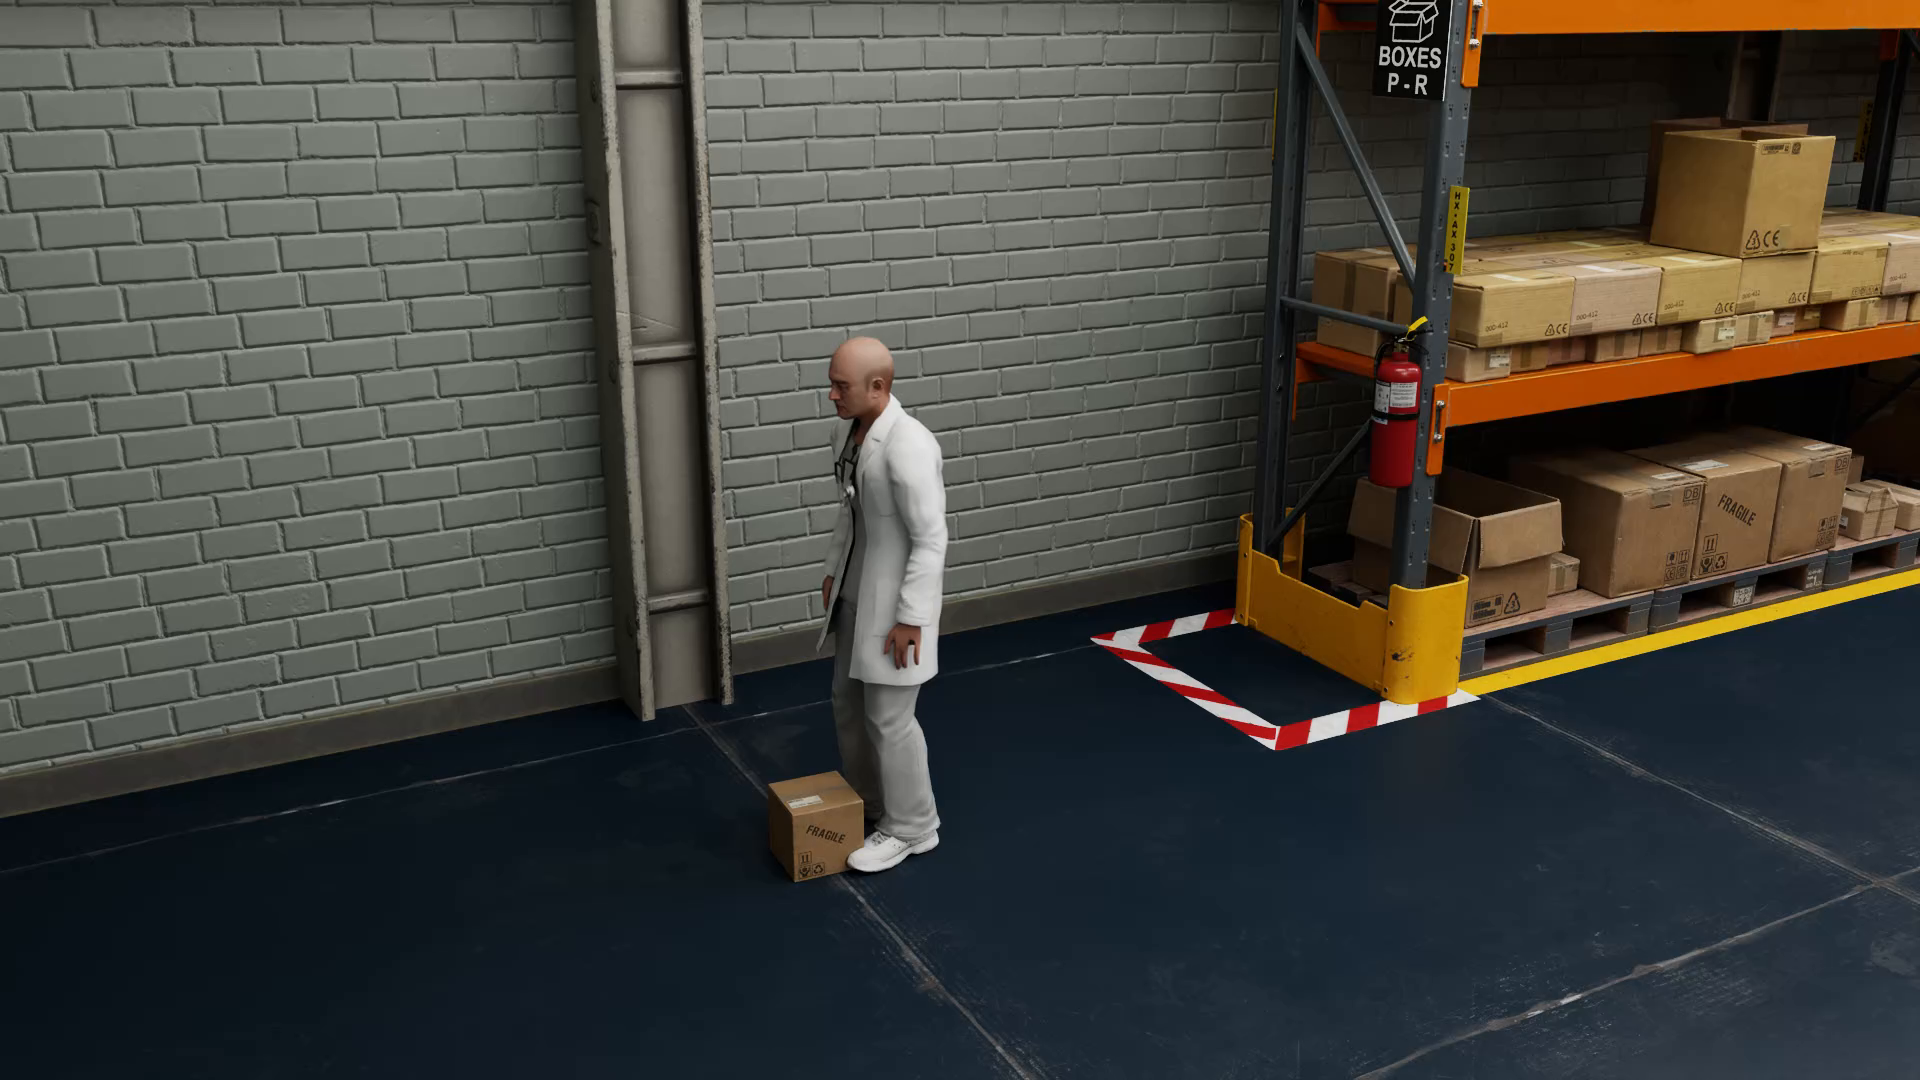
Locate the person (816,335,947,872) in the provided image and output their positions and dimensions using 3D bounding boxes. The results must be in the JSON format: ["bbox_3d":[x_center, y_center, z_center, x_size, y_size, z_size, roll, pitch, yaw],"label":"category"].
[{"bbox_3d":[-0.270,0.197,5.482,0.427,1.774,0.643,-9,20,-26],"label":"person"}]
